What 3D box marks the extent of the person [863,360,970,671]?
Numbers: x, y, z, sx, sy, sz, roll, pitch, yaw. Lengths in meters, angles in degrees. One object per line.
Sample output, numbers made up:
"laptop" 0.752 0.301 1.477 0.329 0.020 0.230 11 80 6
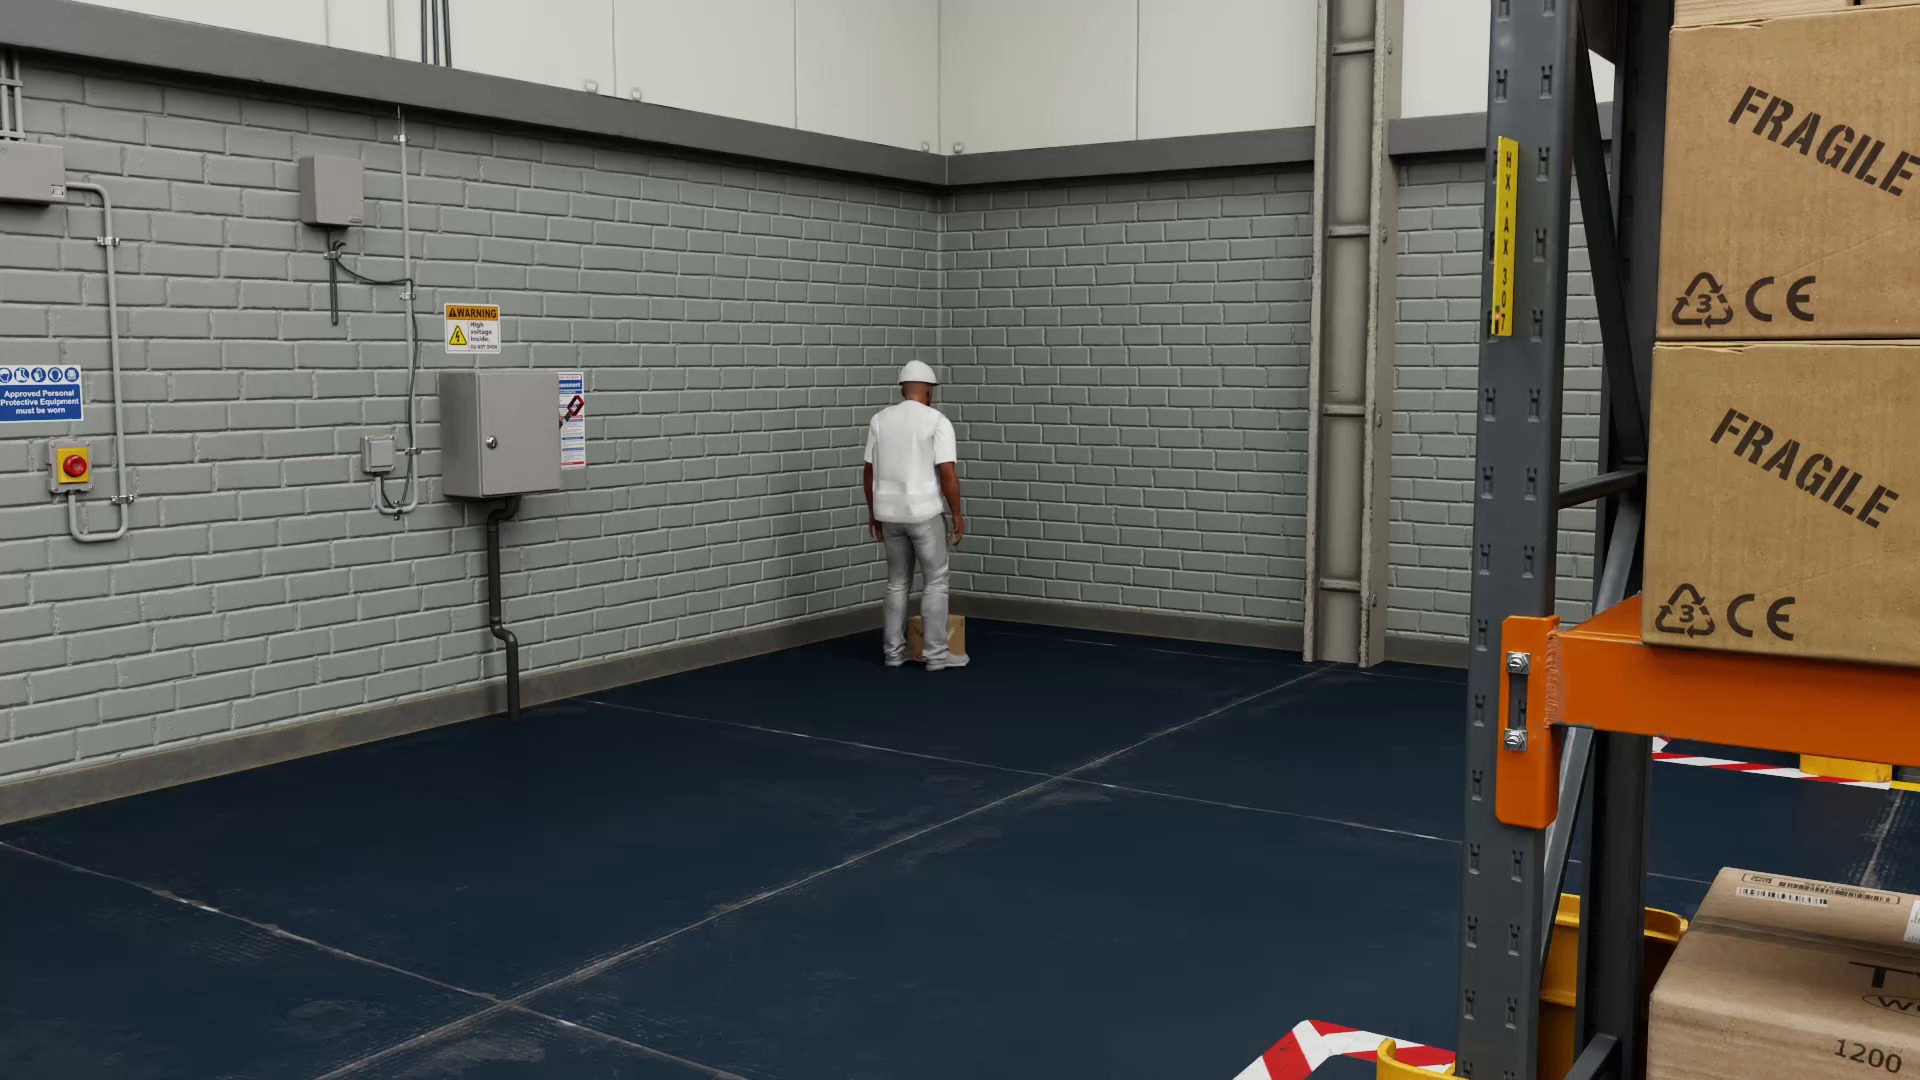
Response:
"person" -0.256 -0.145 9.549 0.625 1.755 0.463 4 7 31
